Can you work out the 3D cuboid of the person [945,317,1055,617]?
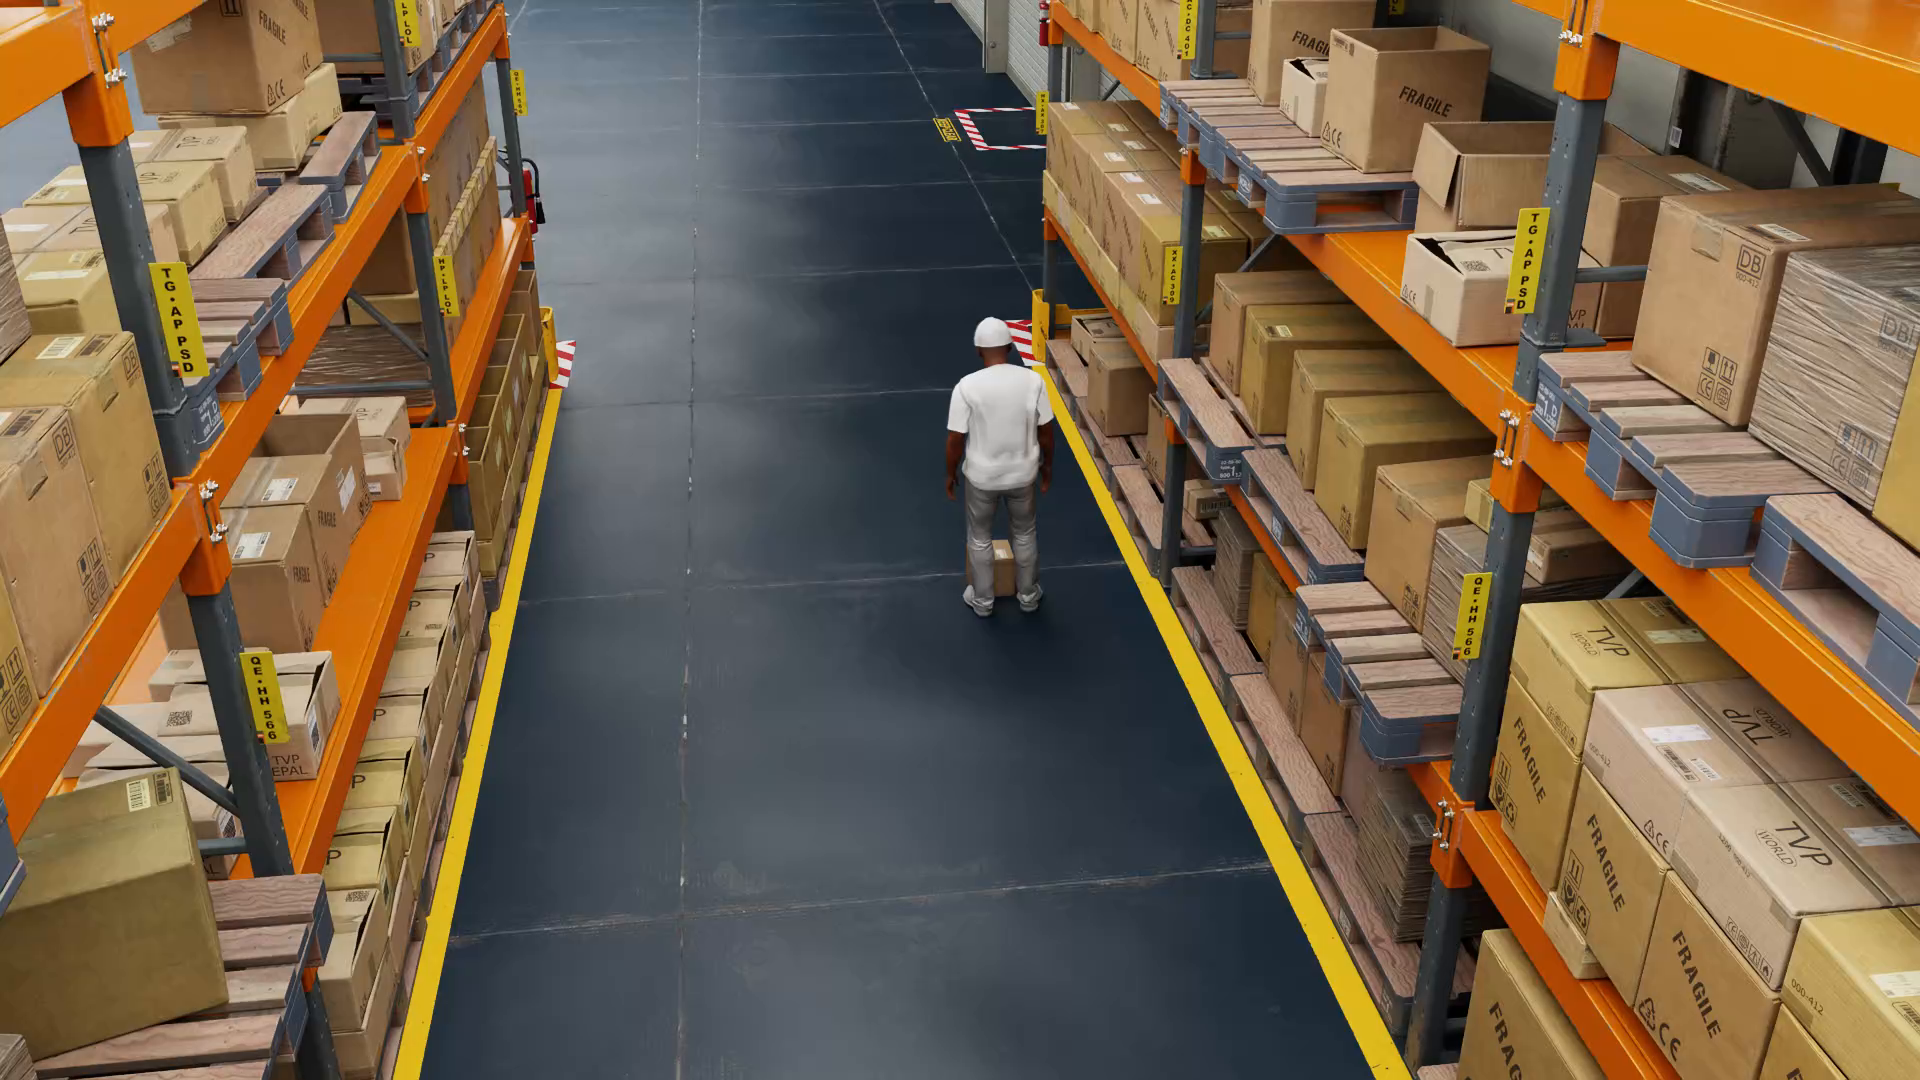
[{"bbox_3d":[0.220,-0.397,9.379,0.629,1.759,0.461,-5,27,-10],"label":"person"}]
